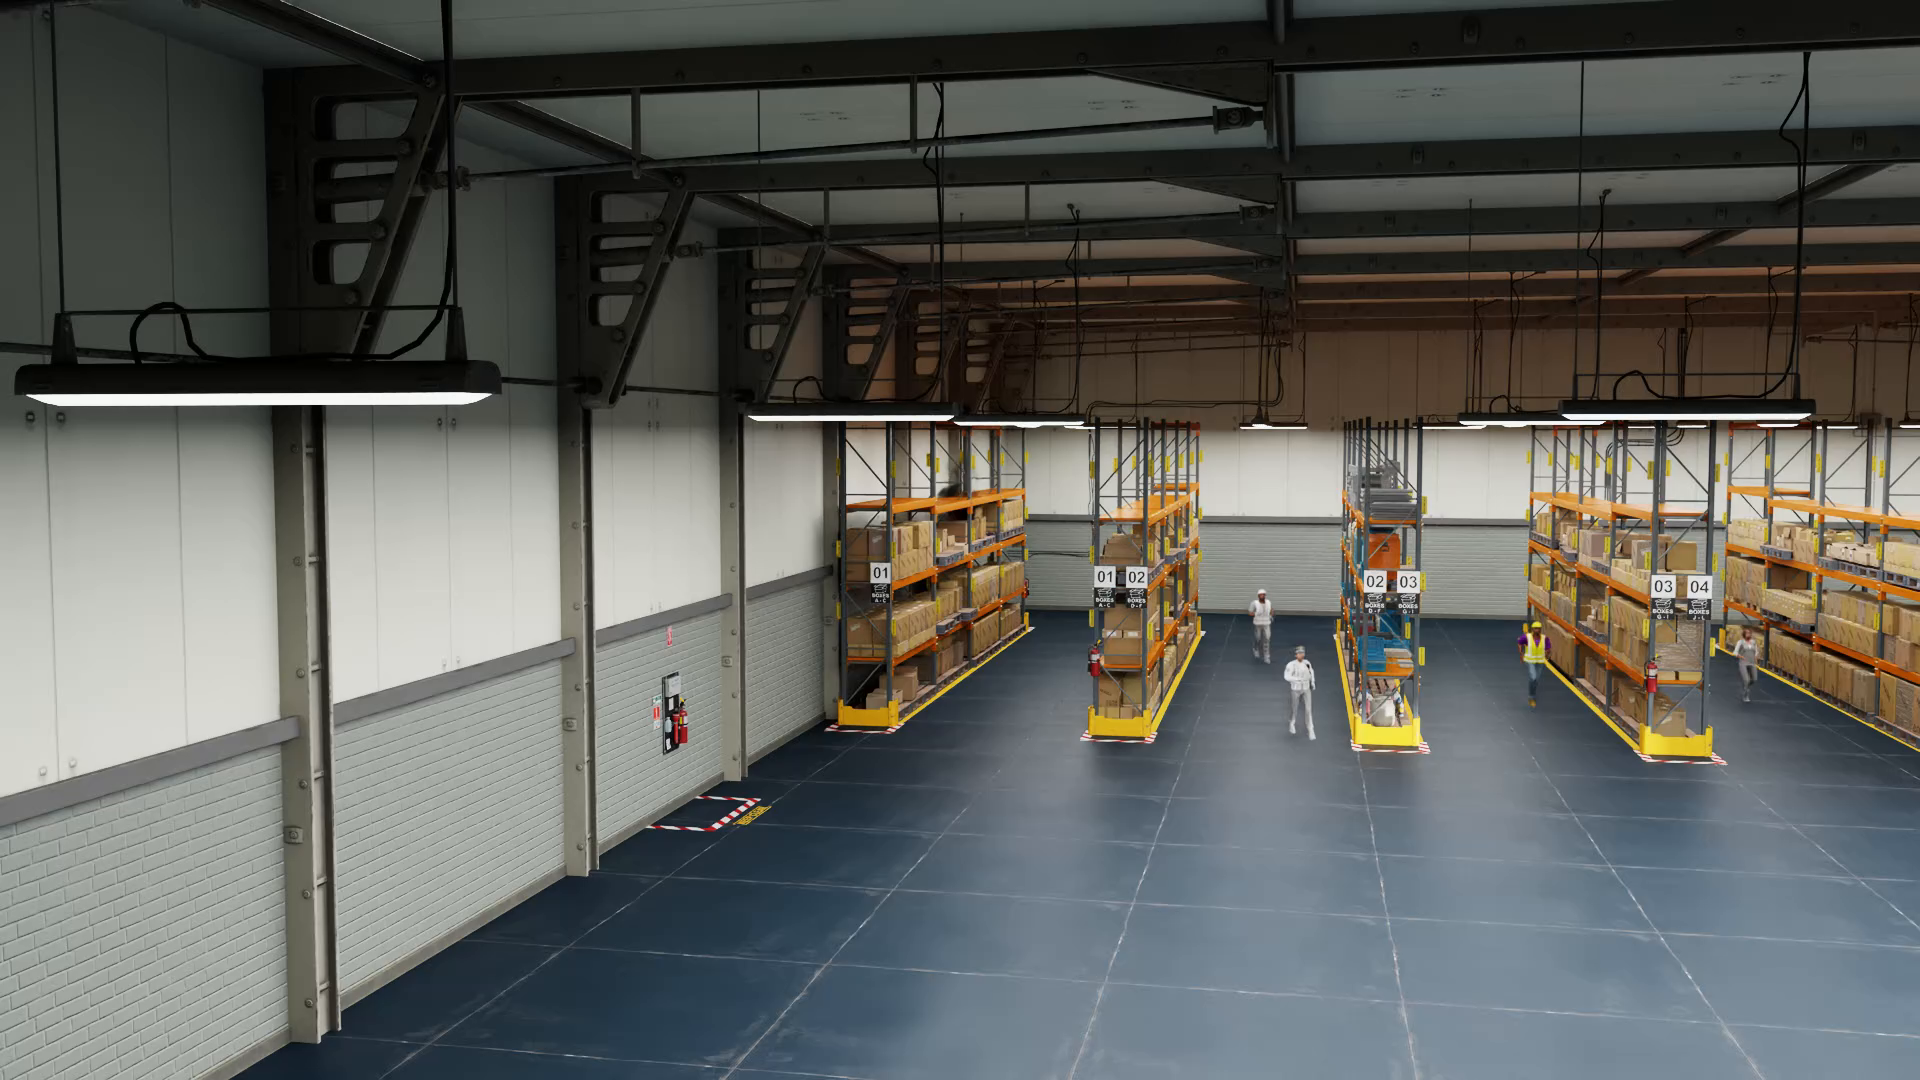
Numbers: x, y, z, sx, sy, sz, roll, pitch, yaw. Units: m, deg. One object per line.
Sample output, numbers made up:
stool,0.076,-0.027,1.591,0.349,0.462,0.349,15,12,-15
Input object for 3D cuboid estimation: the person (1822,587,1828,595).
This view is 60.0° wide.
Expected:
person,22.327,2.082,43.021,0.637,1.738,0.693,0,4,-6

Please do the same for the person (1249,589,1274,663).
person,7.505,2.117,41.342,0.675,1.786,0.967,0,4,-3

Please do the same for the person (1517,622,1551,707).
person,12.068,2.598,34.889,0.607,1.799,0.840,0,4,-1

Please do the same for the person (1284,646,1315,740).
person,6.351,2.814,31.062,0.614,1.691,0.929,0,4,-2

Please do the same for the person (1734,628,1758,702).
person,16.718,2.660,35.314,0.531,1.539,0.555,0,4,4
